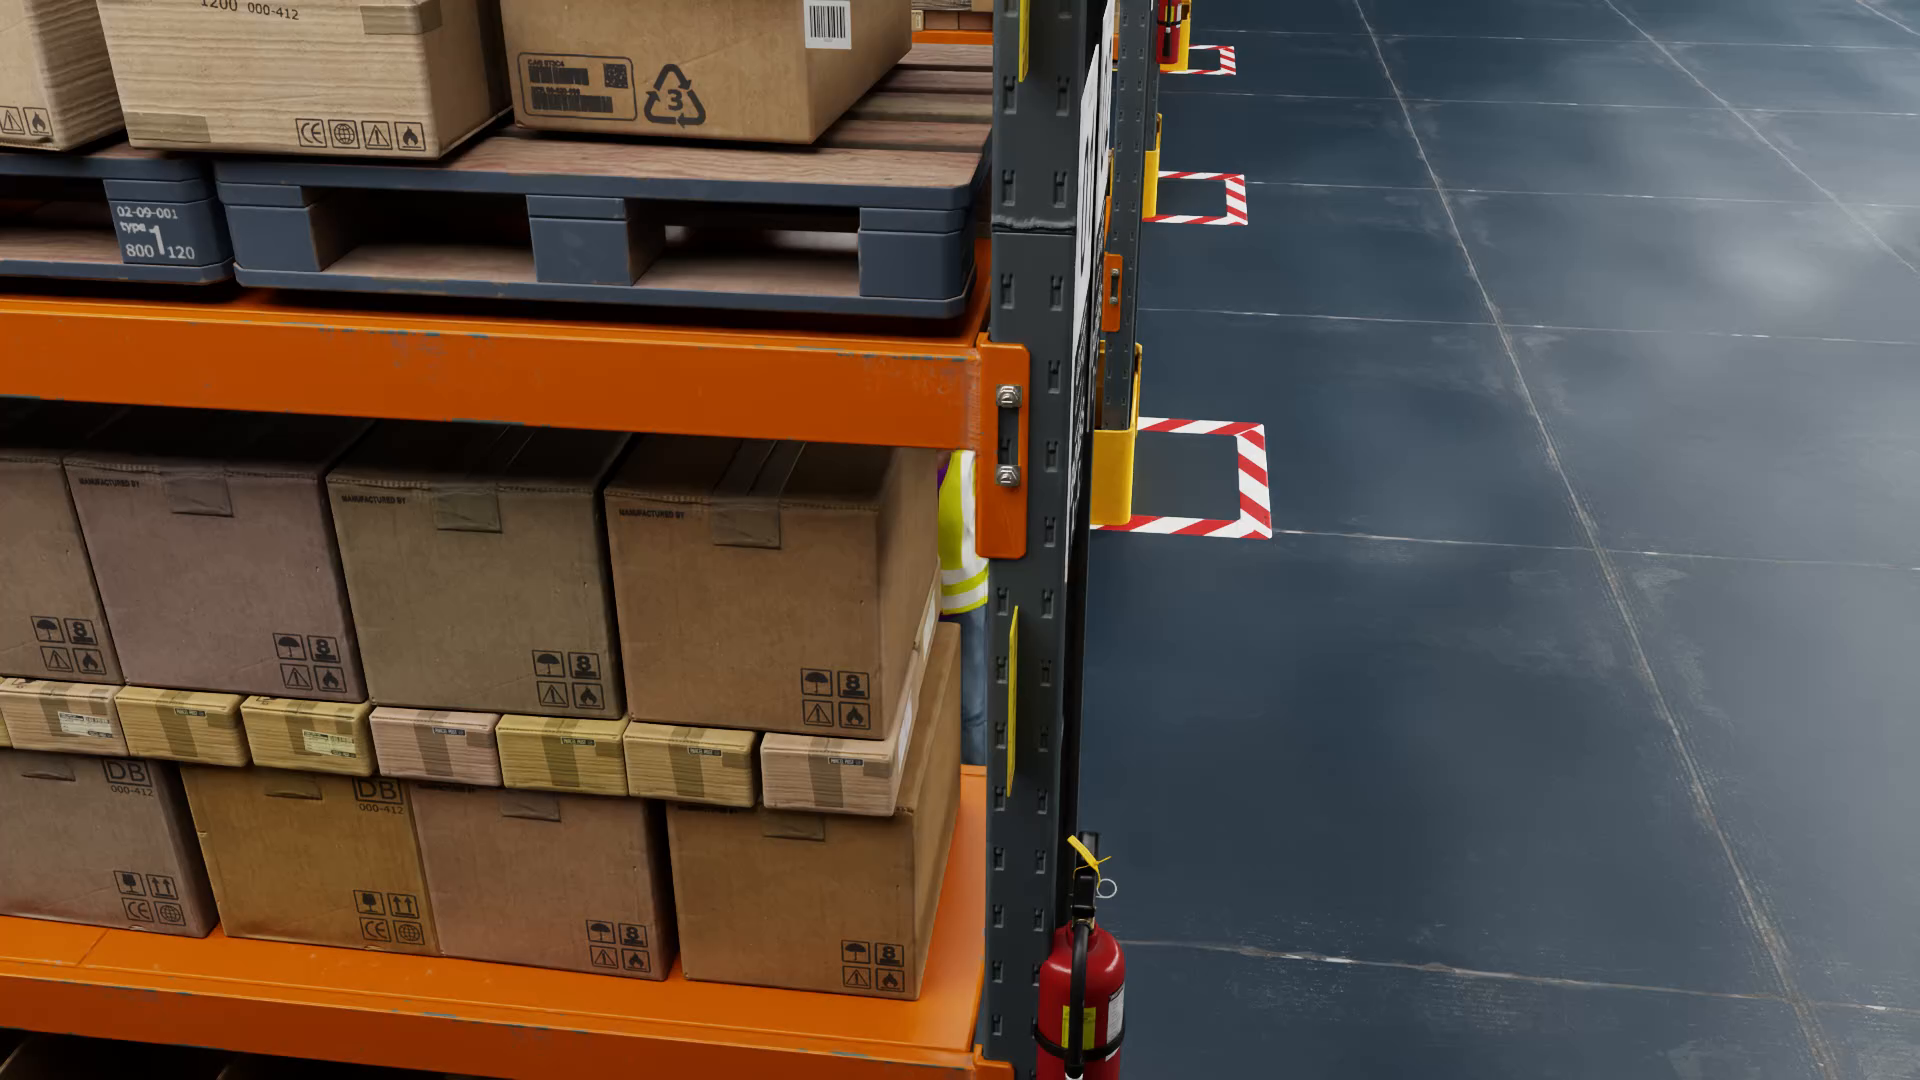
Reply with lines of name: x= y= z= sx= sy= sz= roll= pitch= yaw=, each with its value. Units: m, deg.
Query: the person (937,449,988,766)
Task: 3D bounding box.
person: x=-0.104 y=0.256 z=5.607 sx=0.575 sy=1.770 sz=0.571 roll=1 pitch=28 yaw=1
